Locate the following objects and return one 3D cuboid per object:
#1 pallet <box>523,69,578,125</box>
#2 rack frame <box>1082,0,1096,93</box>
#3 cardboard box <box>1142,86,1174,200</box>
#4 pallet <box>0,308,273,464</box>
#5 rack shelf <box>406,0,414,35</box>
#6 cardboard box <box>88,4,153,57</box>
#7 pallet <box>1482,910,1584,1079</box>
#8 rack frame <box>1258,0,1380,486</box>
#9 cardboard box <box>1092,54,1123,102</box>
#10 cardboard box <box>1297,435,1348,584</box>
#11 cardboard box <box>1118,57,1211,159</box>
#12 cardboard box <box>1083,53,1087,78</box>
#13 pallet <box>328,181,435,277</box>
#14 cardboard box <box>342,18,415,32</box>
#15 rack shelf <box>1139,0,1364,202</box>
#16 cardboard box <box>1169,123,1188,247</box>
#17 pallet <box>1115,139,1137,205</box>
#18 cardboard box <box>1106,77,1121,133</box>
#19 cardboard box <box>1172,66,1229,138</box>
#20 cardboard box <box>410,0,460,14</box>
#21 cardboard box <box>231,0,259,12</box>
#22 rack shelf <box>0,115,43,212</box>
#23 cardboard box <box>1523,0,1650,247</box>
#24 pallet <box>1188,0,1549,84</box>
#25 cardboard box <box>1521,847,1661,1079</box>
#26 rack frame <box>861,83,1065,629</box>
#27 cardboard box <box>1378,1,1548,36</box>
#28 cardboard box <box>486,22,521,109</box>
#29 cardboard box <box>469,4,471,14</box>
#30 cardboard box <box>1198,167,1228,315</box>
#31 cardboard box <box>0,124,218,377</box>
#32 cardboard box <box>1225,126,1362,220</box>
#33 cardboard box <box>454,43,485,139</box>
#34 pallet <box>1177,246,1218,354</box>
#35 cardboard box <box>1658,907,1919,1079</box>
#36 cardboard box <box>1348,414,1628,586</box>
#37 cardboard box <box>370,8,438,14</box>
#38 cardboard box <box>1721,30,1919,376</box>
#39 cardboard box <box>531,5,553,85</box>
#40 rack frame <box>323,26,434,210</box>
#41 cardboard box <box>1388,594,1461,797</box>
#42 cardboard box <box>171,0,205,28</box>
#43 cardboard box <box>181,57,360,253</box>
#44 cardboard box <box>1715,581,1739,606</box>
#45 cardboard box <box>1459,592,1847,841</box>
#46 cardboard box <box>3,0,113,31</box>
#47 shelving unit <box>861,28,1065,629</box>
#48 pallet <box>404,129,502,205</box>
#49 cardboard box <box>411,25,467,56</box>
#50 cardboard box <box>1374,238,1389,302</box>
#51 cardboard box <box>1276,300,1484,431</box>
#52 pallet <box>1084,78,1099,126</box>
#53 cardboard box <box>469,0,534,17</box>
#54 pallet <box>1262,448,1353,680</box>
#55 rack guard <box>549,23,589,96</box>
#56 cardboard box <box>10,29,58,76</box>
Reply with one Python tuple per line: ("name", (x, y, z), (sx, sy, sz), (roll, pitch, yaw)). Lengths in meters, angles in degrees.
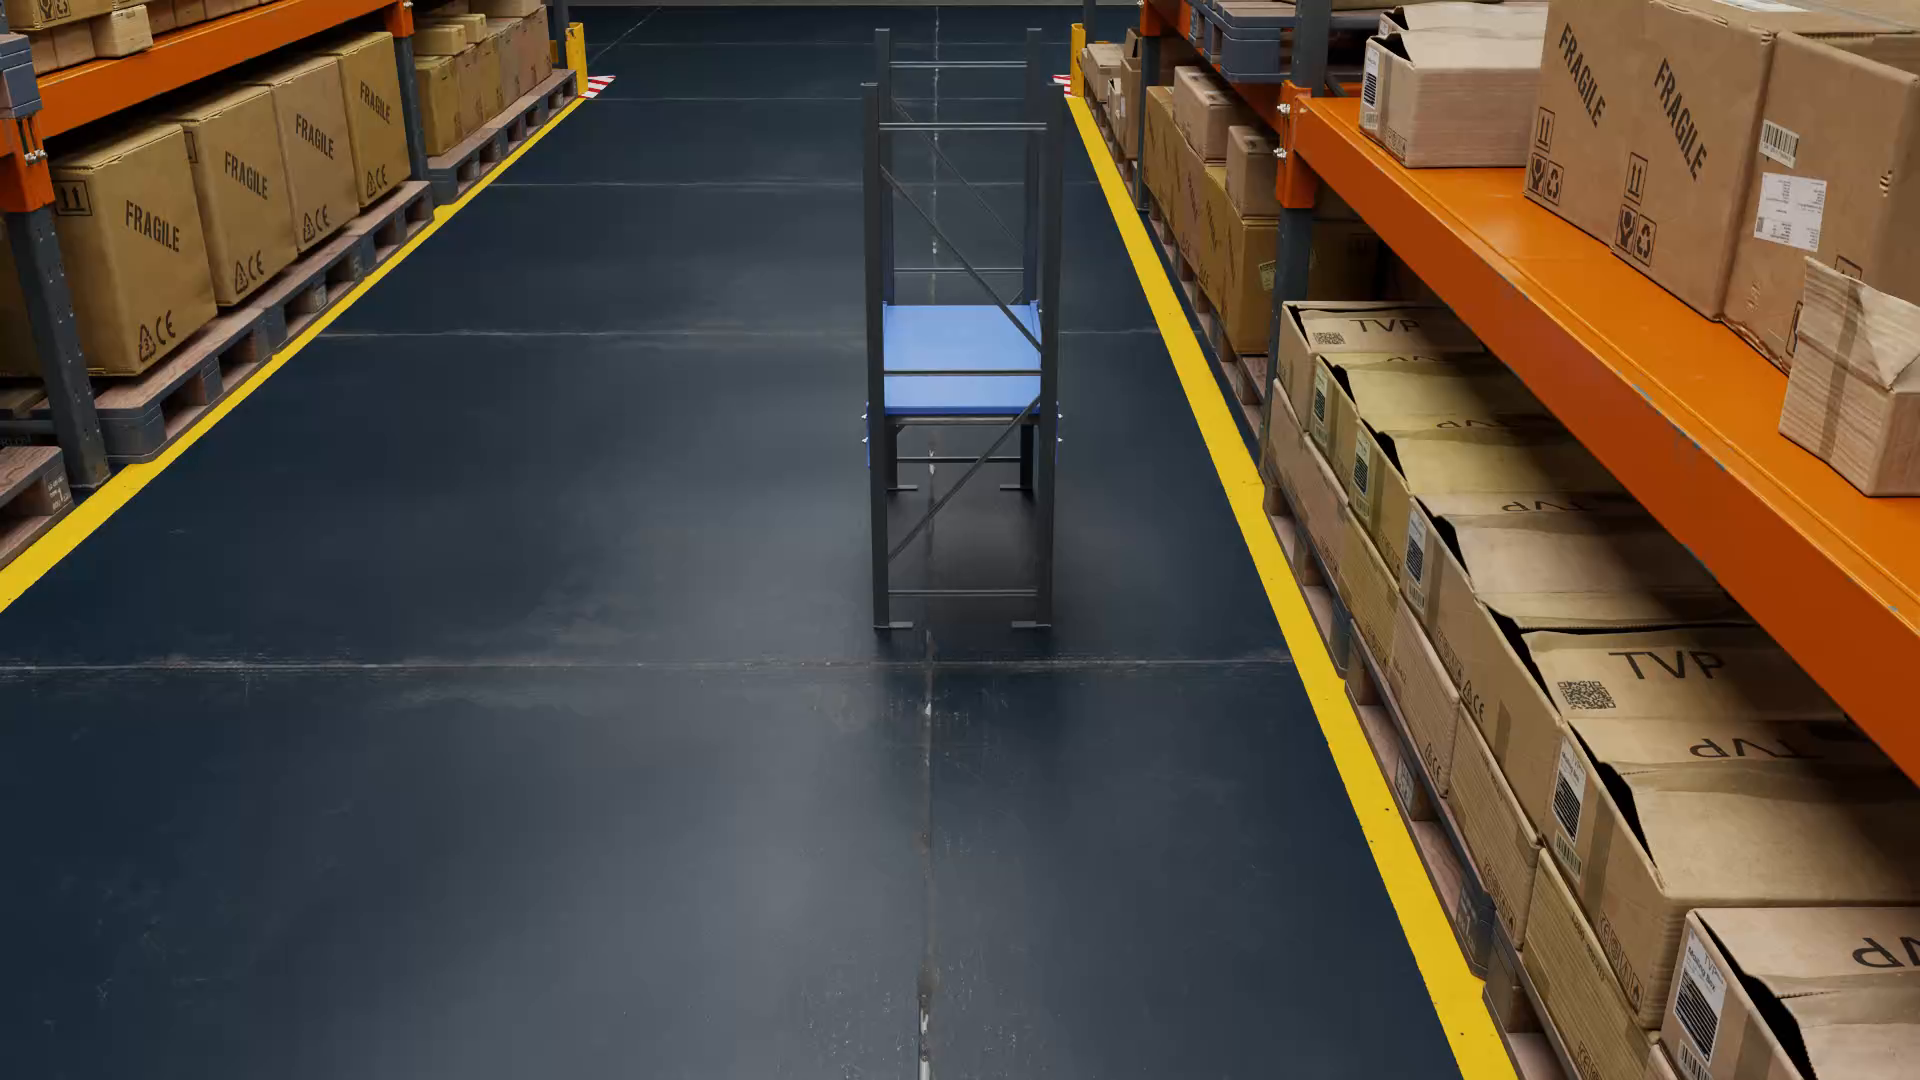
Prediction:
("pallet", (-3.419, -3.251, 12.182), (1.003, 0.211, 1.213), (0, 24, -1))
("rack frame", (1.448, -4.874, 12.387), (1.000, 3.000, 0.127), (0, 24, -1))
("cardboard box", (1.253, -2.087, 8.724), (0.500, 0.500, 0.500), (-1, 24, -3))
("pallet", (-3.352, -0.609, 6.340), (1.003, 0.211, 1.213), (0, 24, -1))
("rack shelf", (-3.484, -3.699, 10.661), (1.077, 0.370, 4.000), (0, 24, -1))
("cardboard box", (-3.103, -1.799, 5.868), (0.380, 0.149, 0.250), (0, 24, 1))
("pallet", (1.532, 1.038, 2.700), (1.003, 0.211, 1.213), (0, 24, -1))
("rack frame", (1.535, -1.578, 5.099), (1.000, 3.000, 0.127), (0, 24, -1))
("cardboard box", (1.181, -3.185, 11.454), (0.500, 0.250, 0.500), (0, 24, -1))
("cardboard box", (1.253, -0.092, 4.641), (0.500, 0.250, 0.500), (-1, 24, -2))
("cardboard box", (1.201, -2.521, 9.684), (0.500, 0.500, 0.500), (0, 24, -1))
("cardboard box", (1.111, -3.507, 12.268), (0.380, 0.166, 0.250), (0, 24, -1))
("pallet", (-3.378, -1.614, 8.563), (1.003, 0.211, 1.213), (0, 24, -1))
("cardboard box", (-3.576, -3.124, 10.254), (0.380, 0.149, 0.250), (-1, 24, -2))
("rack shelf", (1.513, -2.074, 7.069), (1.077, 0.370, 4.000), (0, 24, -1))
("cardboard box", (1.268, -1.661, 7.783), (0.500, 0.500, 0.500), (0, 24, 0))
("pallet", (1.485, -2.238, 9.943), (1.003, 0.211, 1.213), (0, 24, -1))
("cardboard box", (1.193, -2.744, 10.406), (0.500, 0.311, 0.500), (0, 24, -1))
("cardboard box", (1.264, -2.017, 7.659), (0.500, 0.250, 0.500), (0, 24, 0))
("cardboard box", (-3.587, -3.544, 11.183), (0.380, 0.149, 0.250), (0, 24, 0))
("cardboard box", (-3.214, -2.326, 7.033), (0.380, 0.149, 0.250), (0, 24, 1))
("rack shelf", (-3.397, -0.402, 3.372), (1.077, 0.370, 4.000), (0, 24, -1))
("cardboard box", (1.570, -0.932, 3.549), (0.500, 0.500, 0.500), (-2, 24, -3))
("pallet", (1.457, -1.769, 5.755), (1.213, 0.211, 1.003), (0, 24, -1))
("cardboard box", (1.280, 0.754, 2.770), (0.500, 0.250, 0.500), (-1, 24, -1))
("rack frame", (0.006, -0.439, 4.400), (0.500, 1.500, 0.032), (0, 24, -1))
("cardboard box", (1.495, -1.387, 4.785), (0.500, 0.311, 0.500), (1, 24, 3))
("cardboard box", (-3.386, -3.201, 11.212), (0.700, 0.500, 0.500), (-1, 24, -2))
("cardboard box", (-3.593, -3.752, 11.643), (0.380, 0.149, 0.250), (0, 24, 0))
("cardboard box", (1.285, -1.237, 6.844), (0.500, 0.500, 0.500), (-1, 24, -2))
("cardboard box", (-3.295, -1.069, 6.074), (0.750, 0.750, 0.750), (-1, 24, -1))
("cardboard box", (1.285, -1.388, 6.269), (0.500, 0.250, 0.500), (1, 24, 1))
("cardboard box", (-3.370, -2.770, 10.259), (0.700, 0.500, 0.500), (0, 24, -1))
("pallet", (1.554, -1.116, 7.463), (1.003, 0.211, 1.213), (0, 24, -1))
("cardboard box", (1.288, 0.711, 2.185), (0.500, 0.311, 0.500), (0, 24, -1))
("cardboard box", (1.264, -0.128, 4.040), (0.500, 0.311, 0.500), (-1, 24, -2))
("cardboard box", (-3.582, -3.334, 10.719), (0.380, 0.149, 0.250), (-1, 24, -2))
("cardboard box", (1.581, -0.509, 2.613), (0.500, 0.500, 0.500), (1, 24, 3))
("cardboard box", (-3.398, -3.615, 12.126), (0.700, 0.500, 0.500), (0, 24, -1))
("rack frame", (-3.462, -3.202, 8.690), (1.000, 3.000, 0.127), (0, 24, -1))
("cardboard box", (1.270, 0.333, 3.700), (0.500, 0.250, 0.500), (0, 24, 1))
("cardboard box", (-3.232, -2.115, 6.568), (0.380, 0.149, 0.250), (0, 24, 0))
("cardboard box", (-3.312, -1.781, 7.646), (0.750, 0.750, 0.750), (0, 24, 1))
("cardboard box", (1.805, 0.072, 3.598), (0.500, 0.311, 0.500), (0, 24, 1))
("cardboard box", (1.272, 0.291, 3.113), (0.500, 0.311, 0.500), (0, 24, -1))
("cardboard box", (-3.168, -1.945, 5.405), (0.500, 0.500, 0.500), (0, 24, 1))
("shelving unit", (0.001, -0.648, 4.863), (0.538, 1.500, 1.048), (0, 24, -1))
("pallet", (-3.392, -2.245, 9.958), (1.003, 0.211, 1.213), (0, 24, -1))
("cardboard box", (-3.189, -3.001, 9.981), (0.380, 0.149, 0.250), (1, 24, 1))
("cardboard box", (1.804, -1.044, 6.417), (0.500, 0.500, 0.500), (-1, 24, -2))
("cardboard box", (1.247, -0.555, 4.983), (0.500, 0.311, 0.500), (1, 24, 1))
("pallet", (1.458, -3.244, 12.166), (1.003, 0.211, 1.213), (0, 24, -1))
("cardboard box", (-3.211, -3.753, 11.645), (0.380, 0.149, 0.250), (0, 24, 1))
("pallet", (1.505, 0.032, 4.923), (1.003, 0.211, 1.213), (0, 24, -1))
("rack guard", (-3.506, -3.721, 12.872), (1.175, 0.500, 0.348), (0, 24, -1))
("cardboard box", (-3.190, -1.585, 5.396), (0.380, 0.149, 0.250), (-1, 24, -1))
